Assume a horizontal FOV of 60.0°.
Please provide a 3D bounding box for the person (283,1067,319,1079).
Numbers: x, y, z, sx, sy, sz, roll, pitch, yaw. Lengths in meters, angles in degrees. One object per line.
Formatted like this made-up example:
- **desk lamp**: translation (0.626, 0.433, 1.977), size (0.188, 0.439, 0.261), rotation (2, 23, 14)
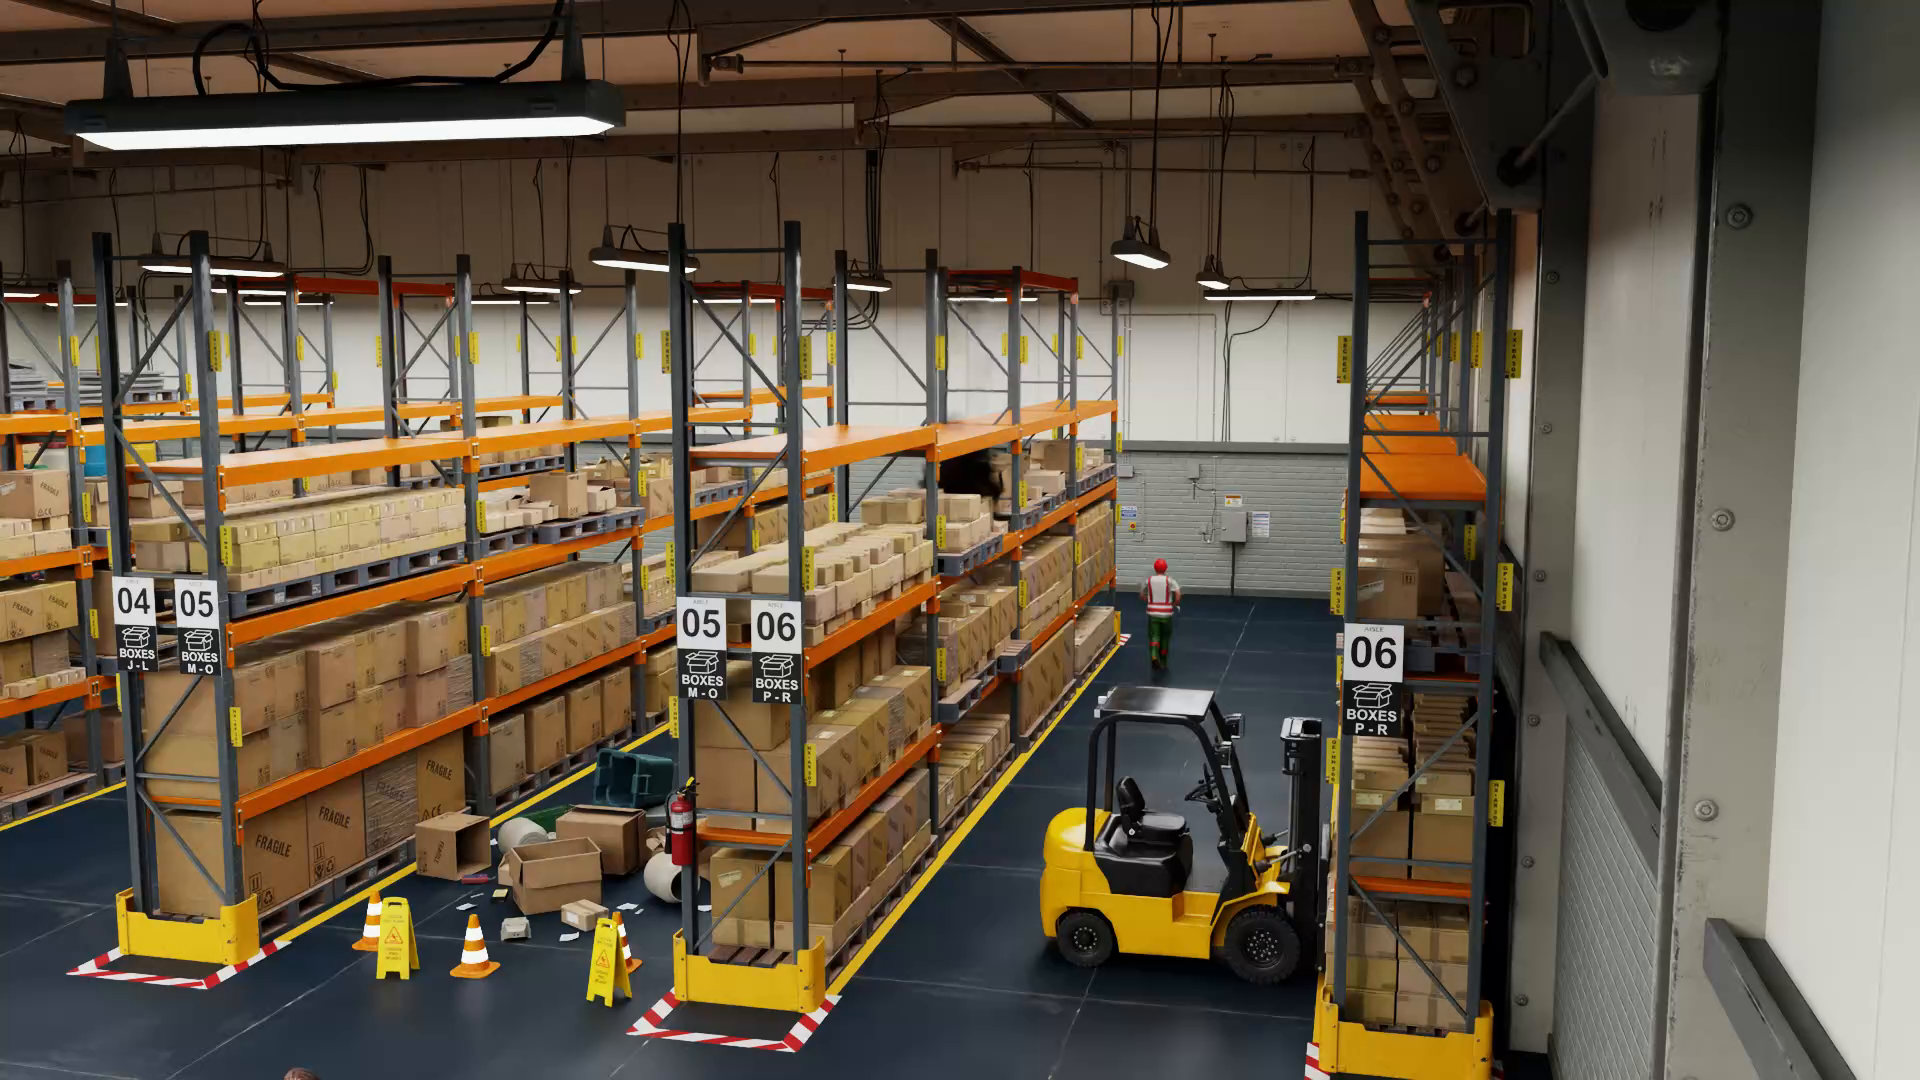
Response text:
- **person**: translation (-3.296, 3.380, 8.330), size (0.555, 1.601, 0.790), rotation (-3, 7, -22)

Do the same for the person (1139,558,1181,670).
- **person**: translation (3.070, 1.172, 25.500), size (0.656, 1.792, 0.981), rotation (1, 7, 11)
